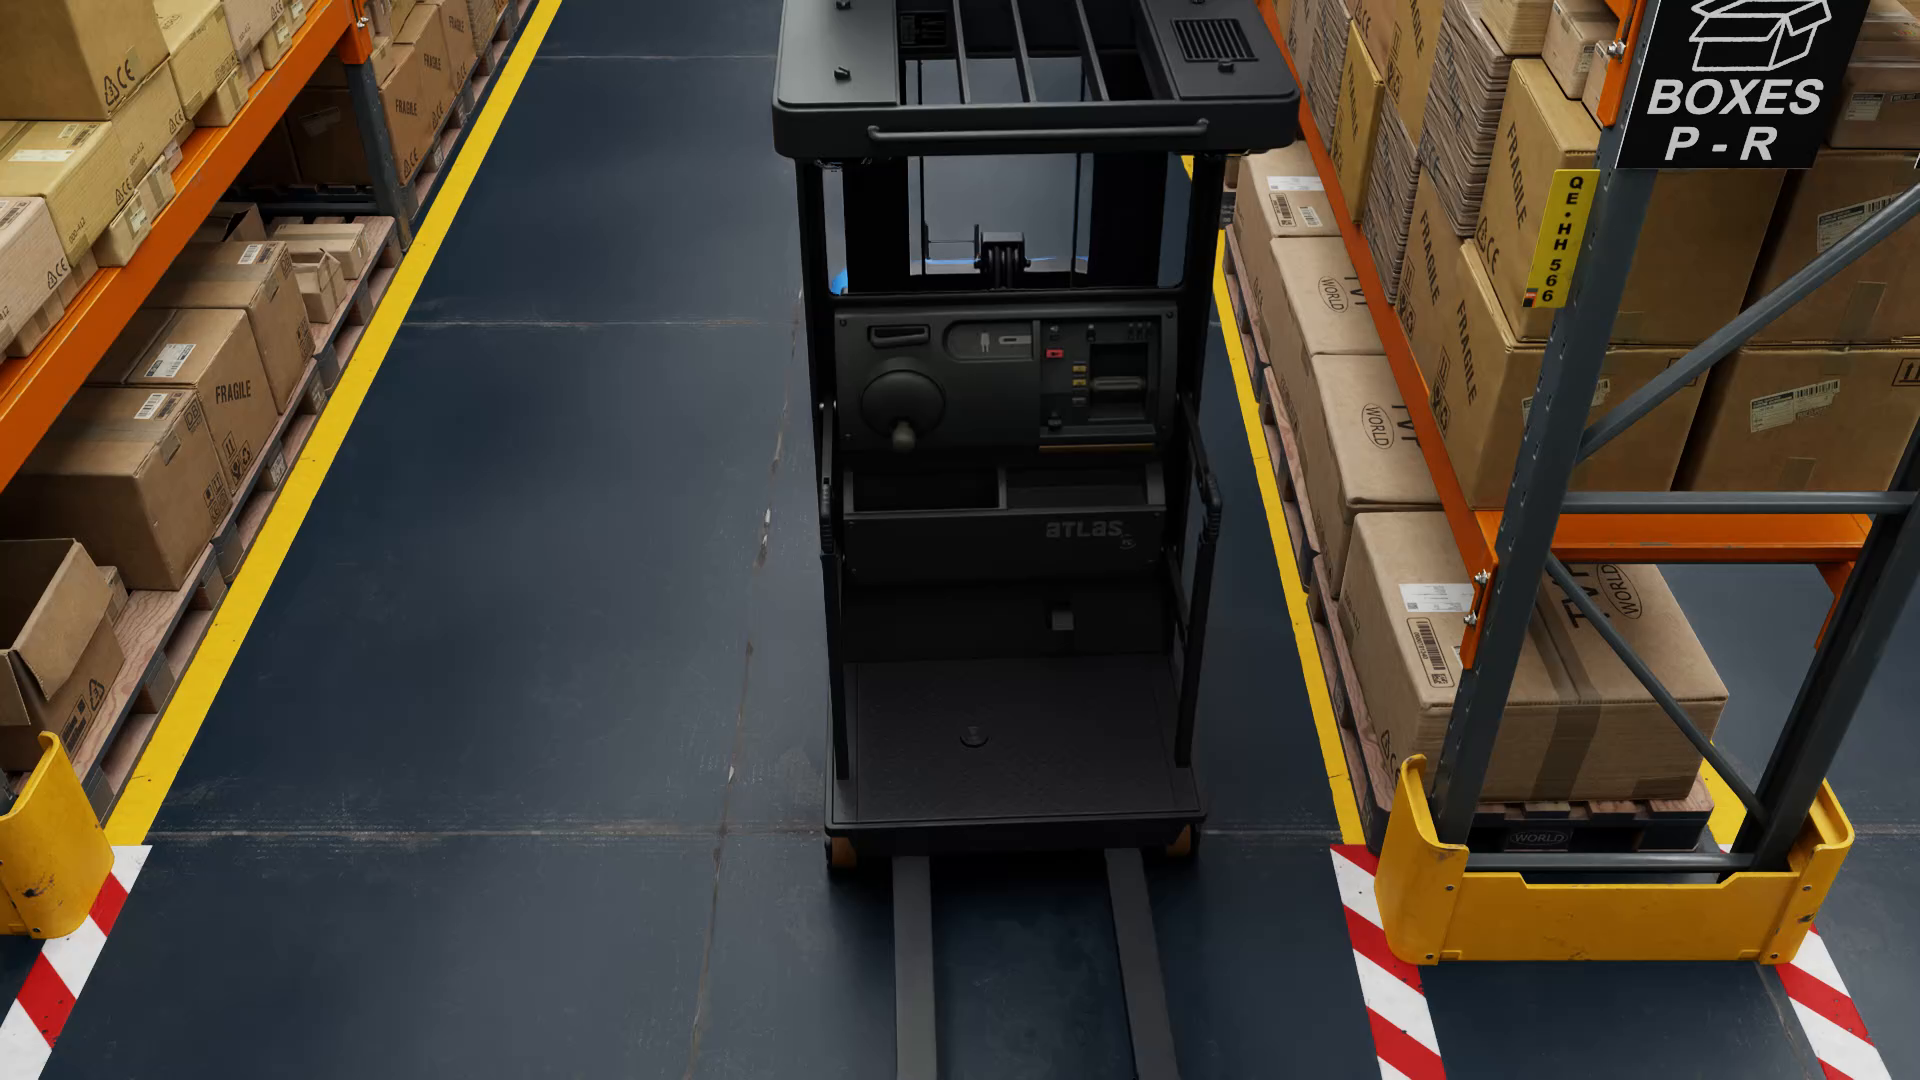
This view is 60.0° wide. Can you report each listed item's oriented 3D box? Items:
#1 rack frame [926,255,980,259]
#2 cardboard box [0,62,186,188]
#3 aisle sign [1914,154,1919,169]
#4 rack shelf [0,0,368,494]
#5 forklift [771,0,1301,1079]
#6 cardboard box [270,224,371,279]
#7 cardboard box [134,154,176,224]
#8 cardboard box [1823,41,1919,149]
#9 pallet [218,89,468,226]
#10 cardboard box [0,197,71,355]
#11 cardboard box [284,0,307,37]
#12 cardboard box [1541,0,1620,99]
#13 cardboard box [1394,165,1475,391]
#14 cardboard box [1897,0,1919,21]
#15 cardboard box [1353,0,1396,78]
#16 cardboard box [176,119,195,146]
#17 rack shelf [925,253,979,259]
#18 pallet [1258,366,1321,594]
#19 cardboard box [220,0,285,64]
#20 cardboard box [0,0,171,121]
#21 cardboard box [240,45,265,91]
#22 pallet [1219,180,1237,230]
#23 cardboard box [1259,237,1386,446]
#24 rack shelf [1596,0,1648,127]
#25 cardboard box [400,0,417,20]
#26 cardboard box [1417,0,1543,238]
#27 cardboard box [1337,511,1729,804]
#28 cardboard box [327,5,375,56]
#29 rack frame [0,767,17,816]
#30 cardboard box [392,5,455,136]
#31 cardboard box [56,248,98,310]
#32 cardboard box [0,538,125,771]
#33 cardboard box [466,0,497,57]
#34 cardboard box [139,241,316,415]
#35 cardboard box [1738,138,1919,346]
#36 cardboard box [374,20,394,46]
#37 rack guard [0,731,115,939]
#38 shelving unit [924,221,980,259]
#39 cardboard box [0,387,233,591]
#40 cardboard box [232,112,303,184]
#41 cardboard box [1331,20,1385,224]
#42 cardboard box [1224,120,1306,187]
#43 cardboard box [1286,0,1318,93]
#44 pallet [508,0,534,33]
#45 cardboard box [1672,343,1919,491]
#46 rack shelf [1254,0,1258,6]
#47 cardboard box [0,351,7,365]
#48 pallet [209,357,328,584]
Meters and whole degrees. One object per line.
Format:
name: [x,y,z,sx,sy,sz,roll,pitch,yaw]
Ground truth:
rack frame: [-0.020,-0.583,6.138,0.200,1.050,0.008,-2,39,-2]
cardboard box: [-2.902,-1.370,5.443,0.500,0.250,0.500,-1,39,-1]
aisle sign: [2.109,-1.052,3.086,0.394,0.787,0.004,0,39,0]
rack shelf: [-3.147,-1.047,5.733,1.077,0.370,4.000,0,39,0]
forklift: [0.140,-0.367,4.364,1.130,2.935,3.031,-2,39,-2]
cardboard box: [-2.855,-1.281,7.394,0.380,0.149,0.250,-1,39,-1]
cardboard box: [-2.843,-1.155,5.493,0.380,0.149,0.250,1,39,1]
cardboard box: [2.096,-0.987,3.685,0.380,0.149,0.250,1,39,1]
pallet: [-3.188,-1.999,8.575,1.003,0.211,1.213,0,39,0]
cardboard box: [-2.876,-0.734,4.649,0.500,0.250,0.500,0,39,0]
cardboard box: [-2.874,-2.118,6.695,0.380,0.149,0.250,1,39,1]
cardboard box: [1.594,-1.148,3.886,0.380,0.149,0.250,1,39,1]
cardboard box: [1.568,-0.737,4.691,0.500,0.500,0.500,-1,39,-1]
cardboard box: [2.139,-1.314,4.092,0.380,0.149,0.250,1,39,1]
cardboard box: [1.555,-1.764,5.173,0.500,0.500,0.500,0,39,0]
cardboard box: [-2.960,-1.470,5.887,0.380,0.149,0.250,0,39,1]
rack shelf: [-0.026,-0.873,6.063,0.215,0.259,0.240,-2,39,-2]
pallet: [1.742,-0.255,6.400,1.003,0.211,1.213,0,39,0]
cardboard box: [-2.889,-2.004,6.234,0.500,0.250,0.500,0,39,0]
cardboard box: [-2.878,-1.649,5.191,0.500,0.500,0.500,1,39,1]
cardboard box: [-2.876,-1.792,6.288,0.380,0.149,0.250,1,39,1]
pallet: [1.738,-1.978,8.550,1.003,0.211,1.213,0,39,0]
cardboard box: [1.710,-0.796,6.557,0.875,0.438,0.875,-1,39,-1]
rack shelf: [1.817,-2.223,4.802,1.077,0.370,4.000,0,39,0]
cardboard box: [-2.987,-2.749,8.426,0.380,0.149,0.250,-1,39,-1]
cardboard box: [1.551,-1.140,4.394,0.500,0.500,0.500,0,39,0]
cardboard box: [1.718,0.341,5.139,0.875,0.438,0.875,-1,39,-2]
cardboard box: [-2.944,-2.360,7.703,0.380,0.149,0.250,-1,39,-1]
rack frame: [-3.144,-0.077,3.947,1.000,3.000,0.127,0,39,0]
cardboard box: [-2.935,-2.402,8.512,0.500,0.500,0.500,-1,39,-1]
cardboard box: [-2.897,-0.832,5.090,0.380,0.149,0.250,1,39,1]
cardboard box: [-3.050,0.351,5.074,0.797,0.503,0.637,-1,39,-2]
cardboard box: [-2.926,-3.039,9.306,0.500,0.500,0.500,-1,39,-2]
cardboard box: [-3.014,-0.832,6.552,0.700,0.500,0.500,-1,39,-2]
cardboard box: [2.103,-0.812,3.985,0.500,0.500,0.500,-1,39,-1]
cardboard box: [-2.961,-2.417,8.012,0.380,0.149,0.250,-1,39,-1]
rack guard: [-3.145,0.851,4.788,1.175,0.500,0.348,0,39,0]
shelving unit: [-0.026,-0.660,6.234,0.215,1.050,0.252,-2,39,-2]
cardboard box: [-3.012,-0.182,5.742,0.700,0.500,0.500,1,39,2]
cardboard box: [-3.445,-2.073,8.102,0.500,0.500,0.500,0,39,0]
cardboard box: [1.544,-1.382,5.495,0.500,0.500,0.500,1,39,1]
cardboard box: [1.734,-2.307,8.093,0.875,0.875,0.875,1,39,1]
cardboard box: [1.550,-2.015,6.286,0.500,0.500,0.500,0,39,0]
pallet: [-3.191,-3.524,10.479,1.003,0.211,1.213,0,39,0]
cardboard box: [2.106,-0.422,4.298,0.500,0.500,0.500,0,39,0]
rack shelf: [1.812,-3.554,8.862,1.077,0.370,4.000,0,39,0]
cardboard box: [-2.952,-0.508,4.686,0.380,0.149,0.250,-1,39,-1]
pallet: [-3.145,-0.296,6.450,1.003,0.211,1.213,0,39,0]
